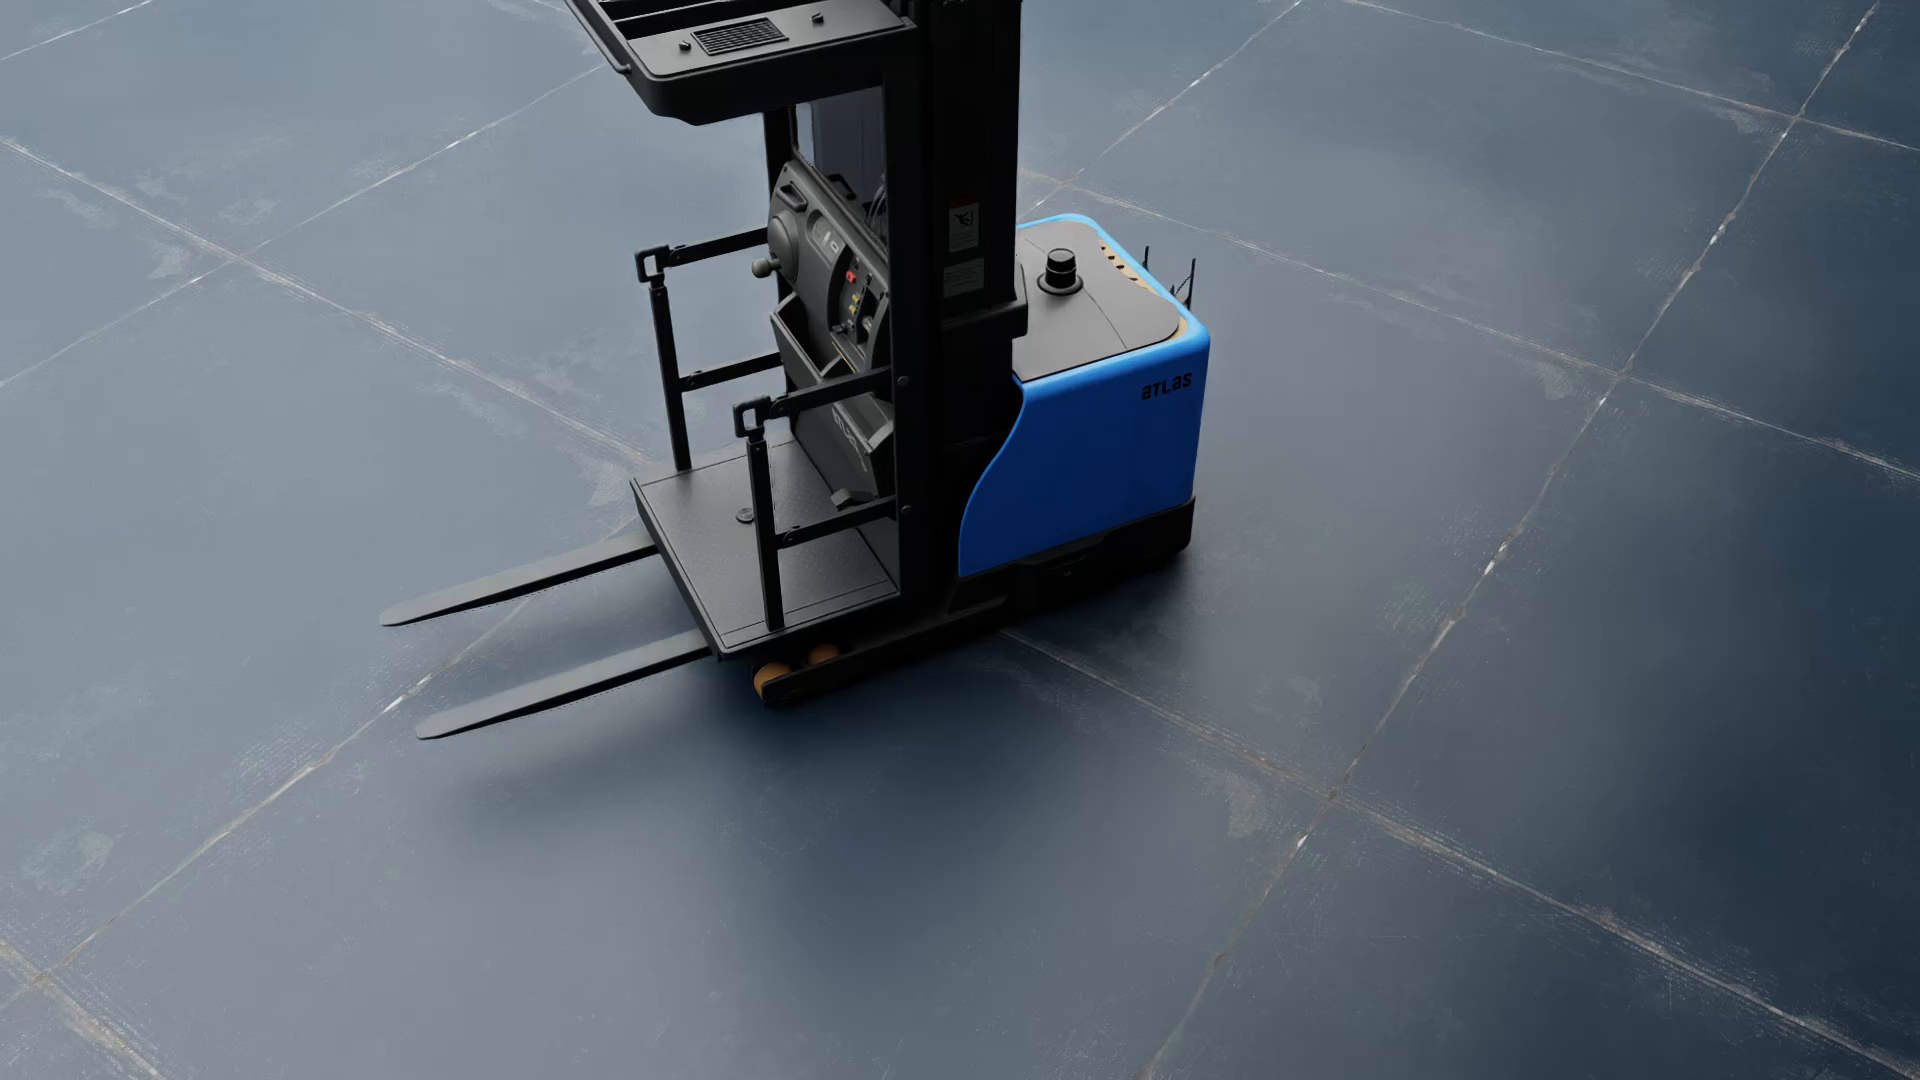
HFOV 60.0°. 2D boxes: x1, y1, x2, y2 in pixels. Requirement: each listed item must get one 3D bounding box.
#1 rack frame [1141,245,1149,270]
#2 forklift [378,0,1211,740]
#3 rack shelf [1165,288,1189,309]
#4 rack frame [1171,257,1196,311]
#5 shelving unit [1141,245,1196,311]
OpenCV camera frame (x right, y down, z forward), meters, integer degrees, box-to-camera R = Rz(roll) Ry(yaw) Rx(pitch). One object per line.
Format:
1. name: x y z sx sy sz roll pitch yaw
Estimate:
1. rack frame: 0.706 -0.790 6.958 0.006 0.900 0.240 19 45 20
2. forklift: -0.631 -0.892 5.549 3.031 2.935 1.130 -18 45 -19
3. rack shelf: 0.796 -0.935 6.765 0.200 0.077 0.258 19 45 20
4. rack frame: 0.886 -0.727 6.887 0.006 0.900 0.240 19 45 20
5. shelving unit: 0.796 -0.759 6.923 0.210 0.900 0.258 19 45 20
